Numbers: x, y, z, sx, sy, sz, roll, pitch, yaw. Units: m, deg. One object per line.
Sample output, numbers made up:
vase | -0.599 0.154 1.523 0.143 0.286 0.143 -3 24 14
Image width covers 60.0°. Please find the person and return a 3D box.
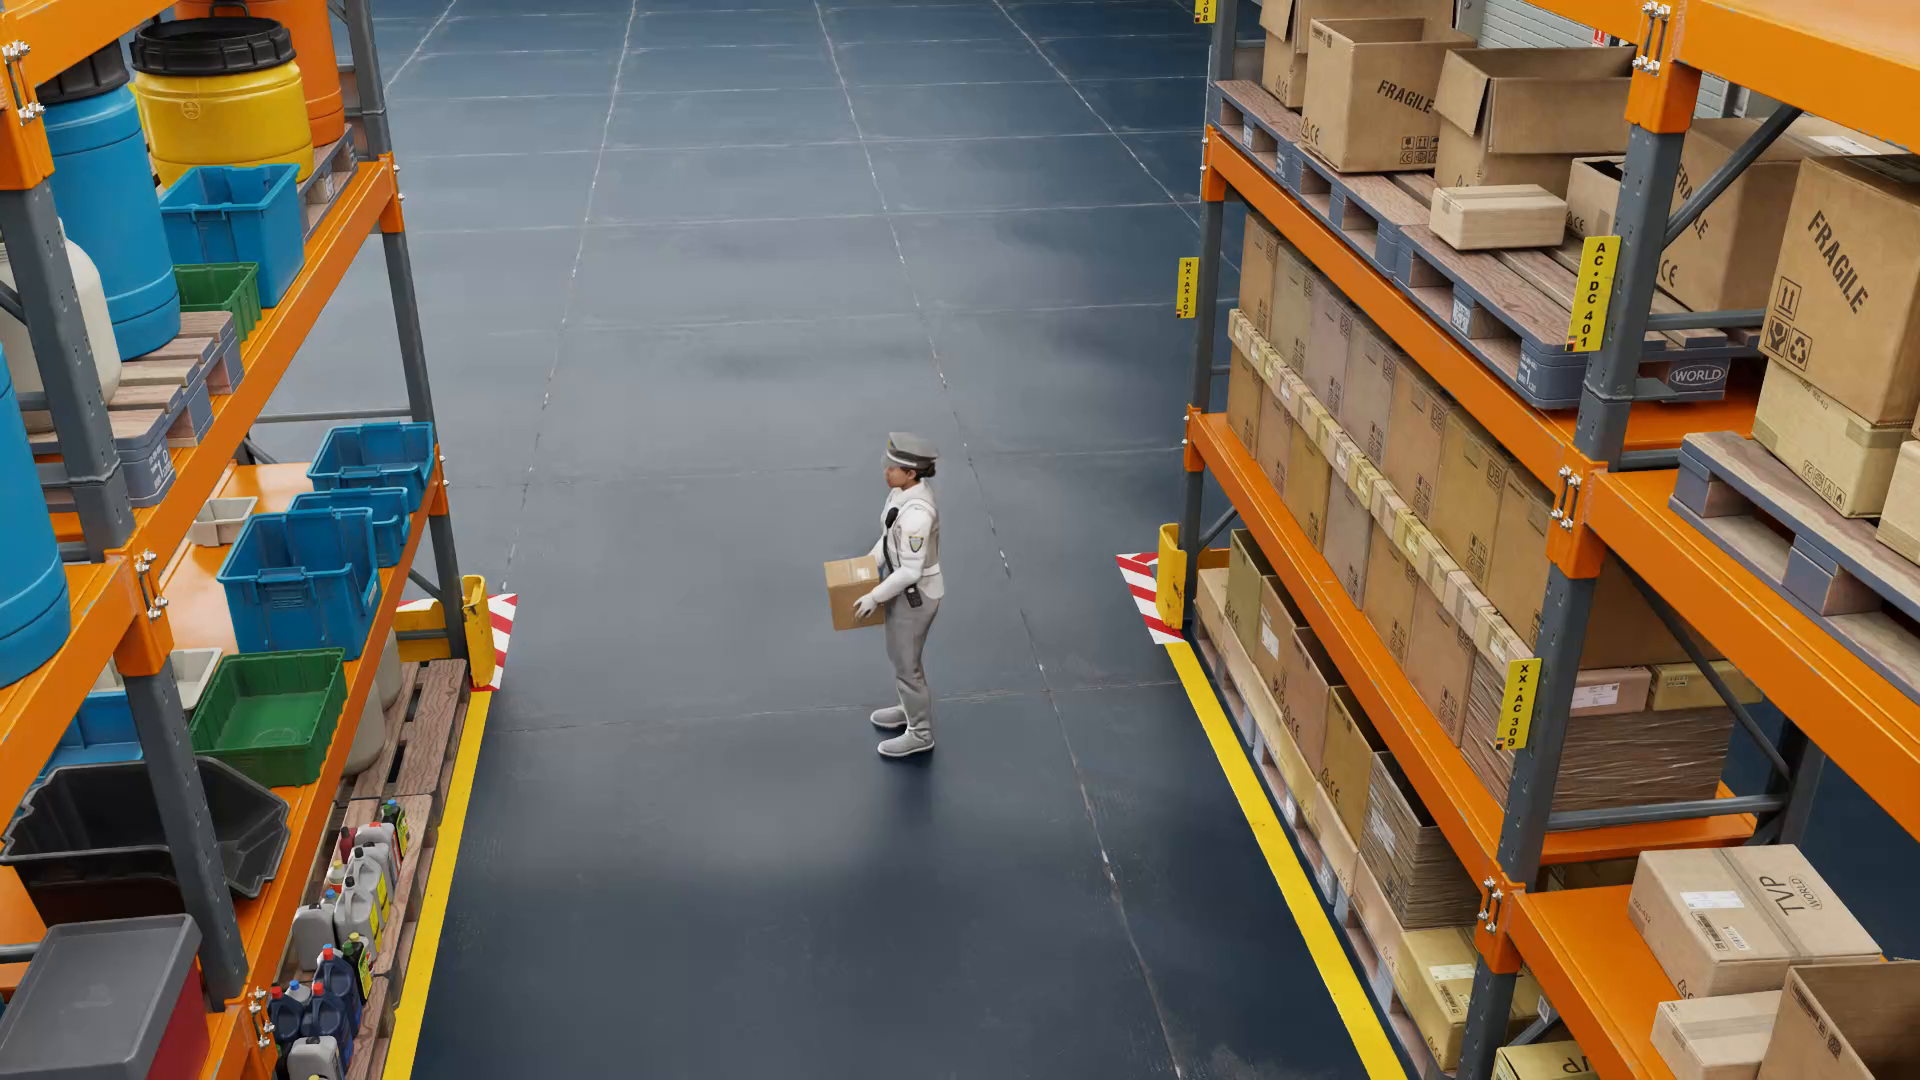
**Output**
person | -0.306 0.262 8.079 0.451 1.688 0.495 -4 28 -8
